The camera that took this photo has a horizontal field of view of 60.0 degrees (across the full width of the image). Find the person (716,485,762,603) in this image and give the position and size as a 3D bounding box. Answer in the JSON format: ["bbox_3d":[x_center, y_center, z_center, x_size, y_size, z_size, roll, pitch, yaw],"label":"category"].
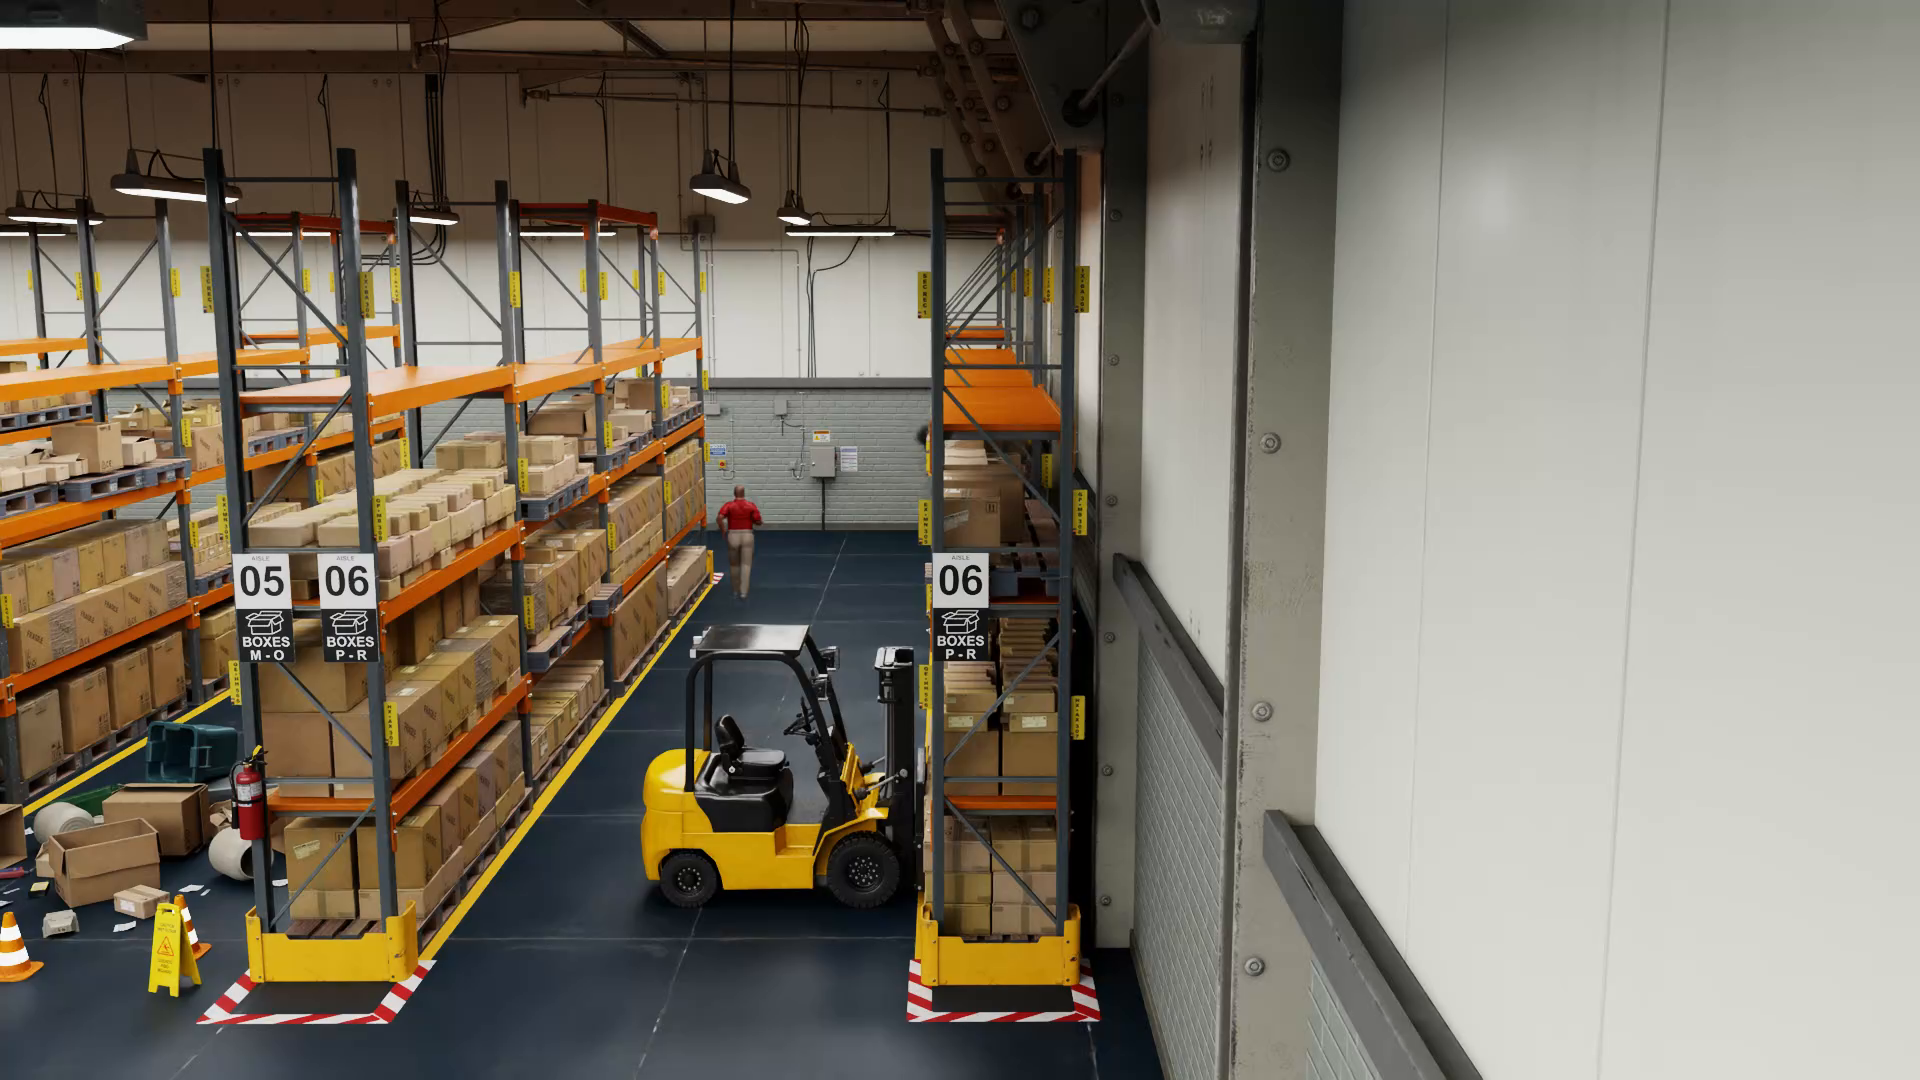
[{"bbox_3d":[-3.258,0.064,24.718,0.648,1.786,0.777,0,9,-1],"label":"person"}]

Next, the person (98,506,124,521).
[{"bbox_3d":[-14.982,-0.351,29.116,0.913,1.797,0.713,2,9,11],"label":"person"}]
